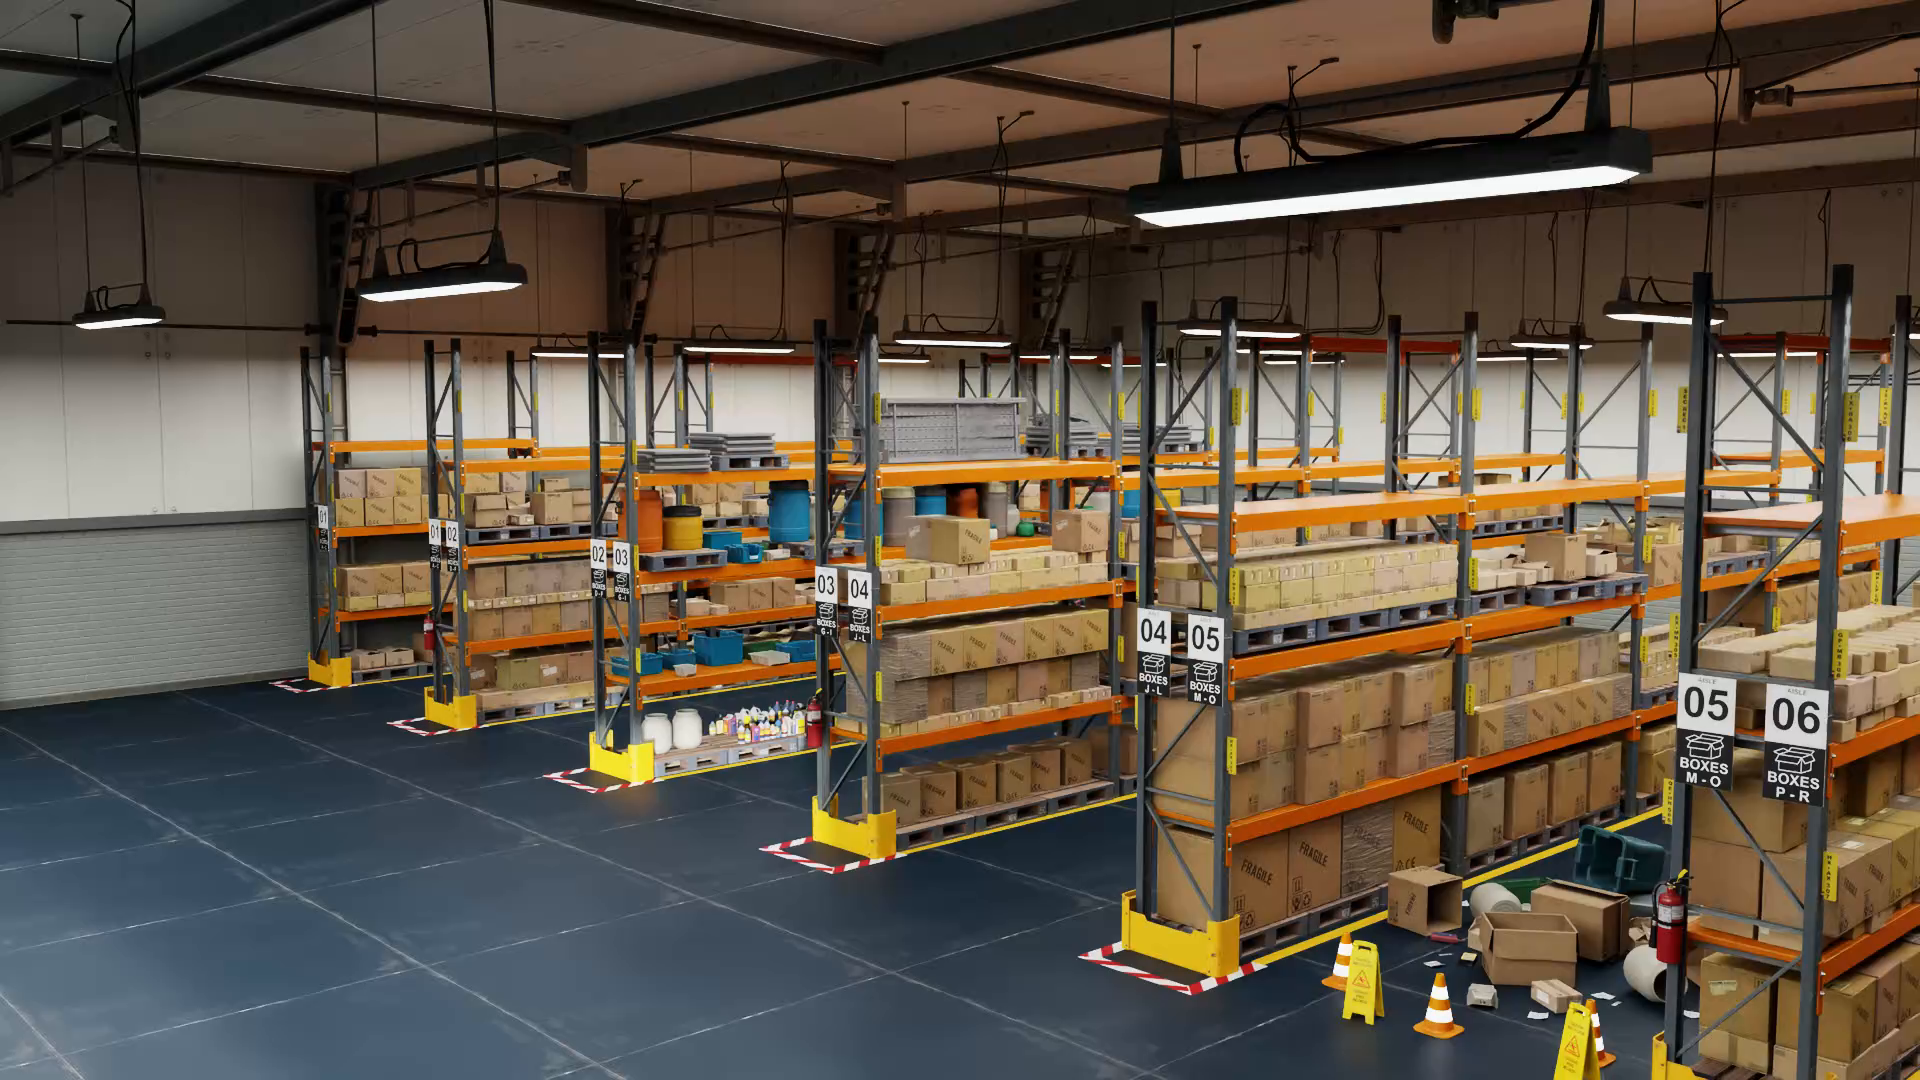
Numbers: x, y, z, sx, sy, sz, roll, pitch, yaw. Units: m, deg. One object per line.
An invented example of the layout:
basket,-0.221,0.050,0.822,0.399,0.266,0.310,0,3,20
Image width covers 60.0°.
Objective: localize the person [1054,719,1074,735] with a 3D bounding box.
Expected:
person,1.298,2.060,23.583,0.759,1.516,0.648,-3,6,-27
